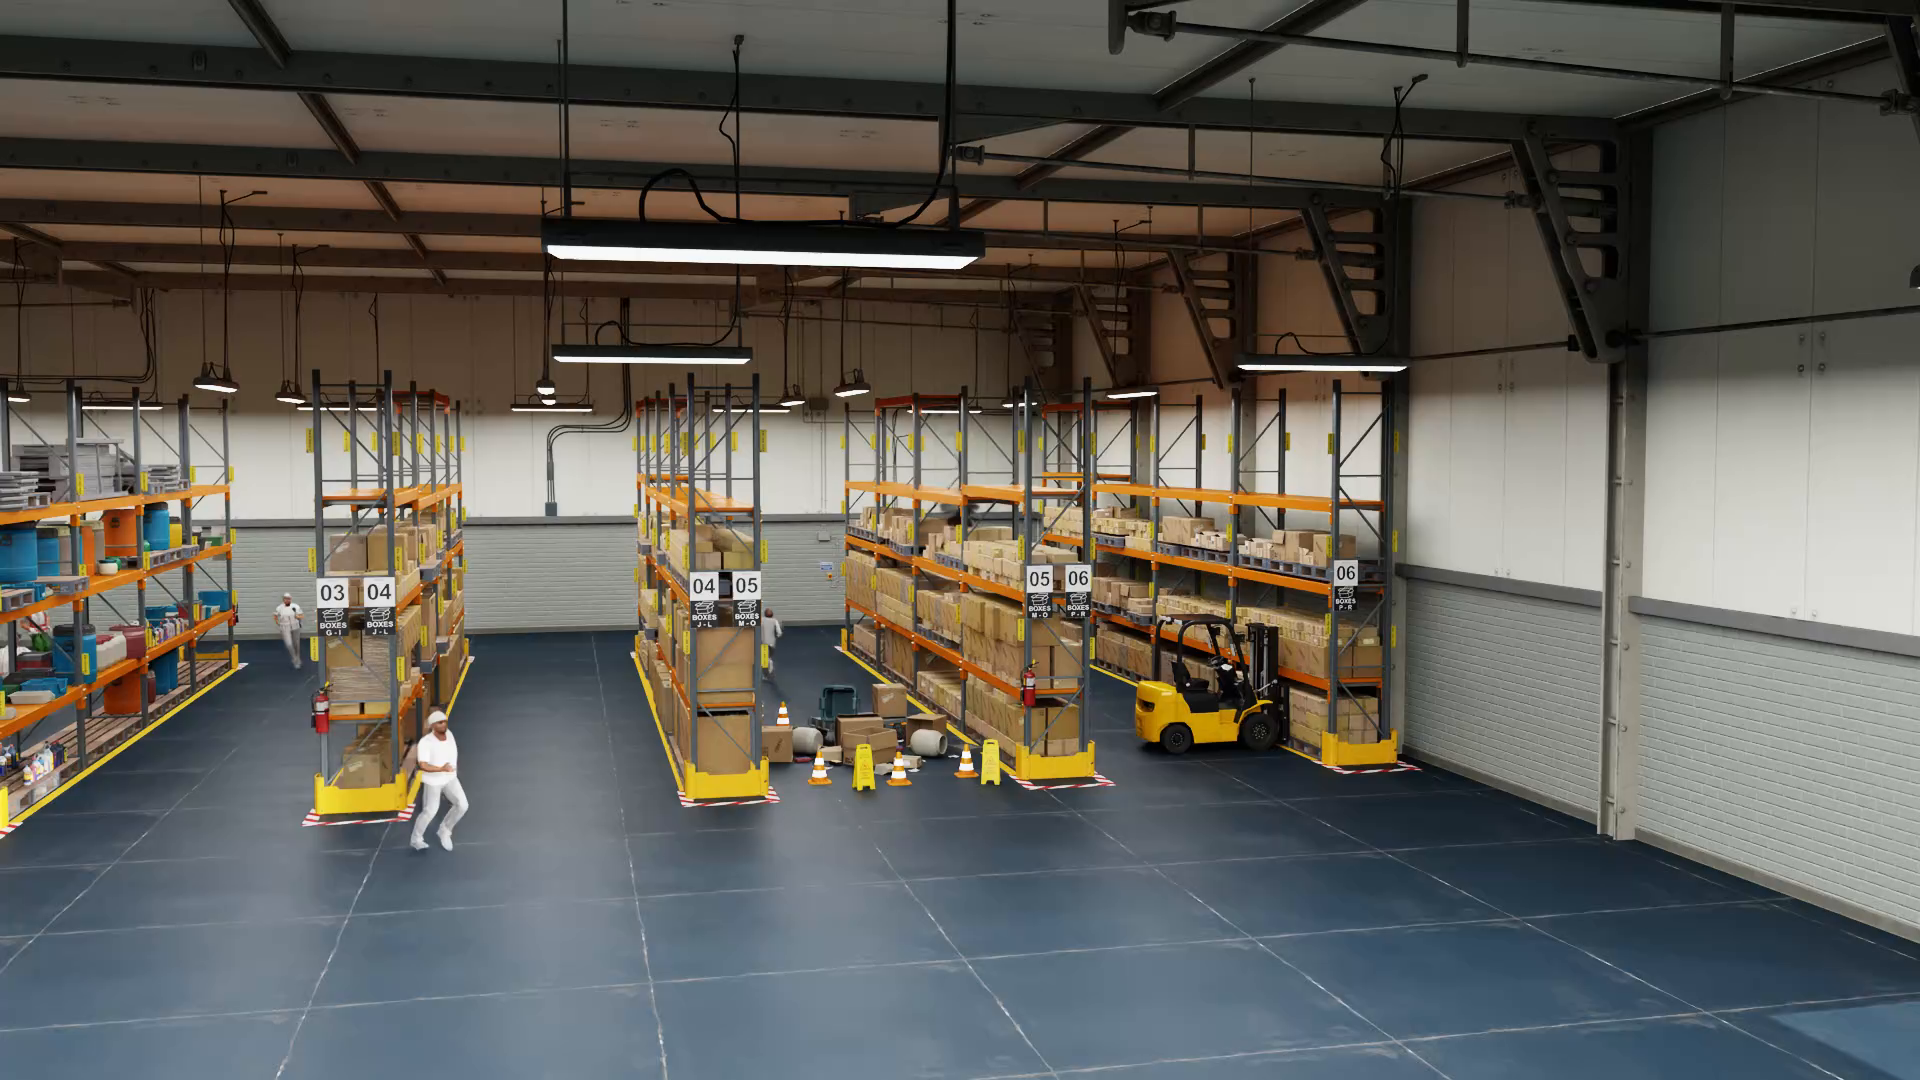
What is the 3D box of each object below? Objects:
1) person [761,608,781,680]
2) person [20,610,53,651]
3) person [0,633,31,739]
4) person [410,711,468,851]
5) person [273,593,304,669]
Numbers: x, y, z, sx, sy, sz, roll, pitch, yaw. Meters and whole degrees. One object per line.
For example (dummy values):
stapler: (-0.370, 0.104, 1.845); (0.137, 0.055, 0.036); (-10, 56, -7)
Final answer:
person: (-4.035, 2.222, 35.071); (0.567, 1.558, 0.660); (-1, 3, -19)
person: (-20.138, 2.043, 36.307); (0.530, 1.713, 0.647); (3, 4, 41)
person: (-16.373, 2.474, 28.761); (0.631, 1.797, 1.138); (0, 3, -8)
person: (-6.338, 2.942, 20.319); (0.847, 1.735, 0.714); (2, 4, 33)
person: (-14.904, 2.013, 36.980); (0.614, 1.656, 0.844); (-2, 4, -32)
